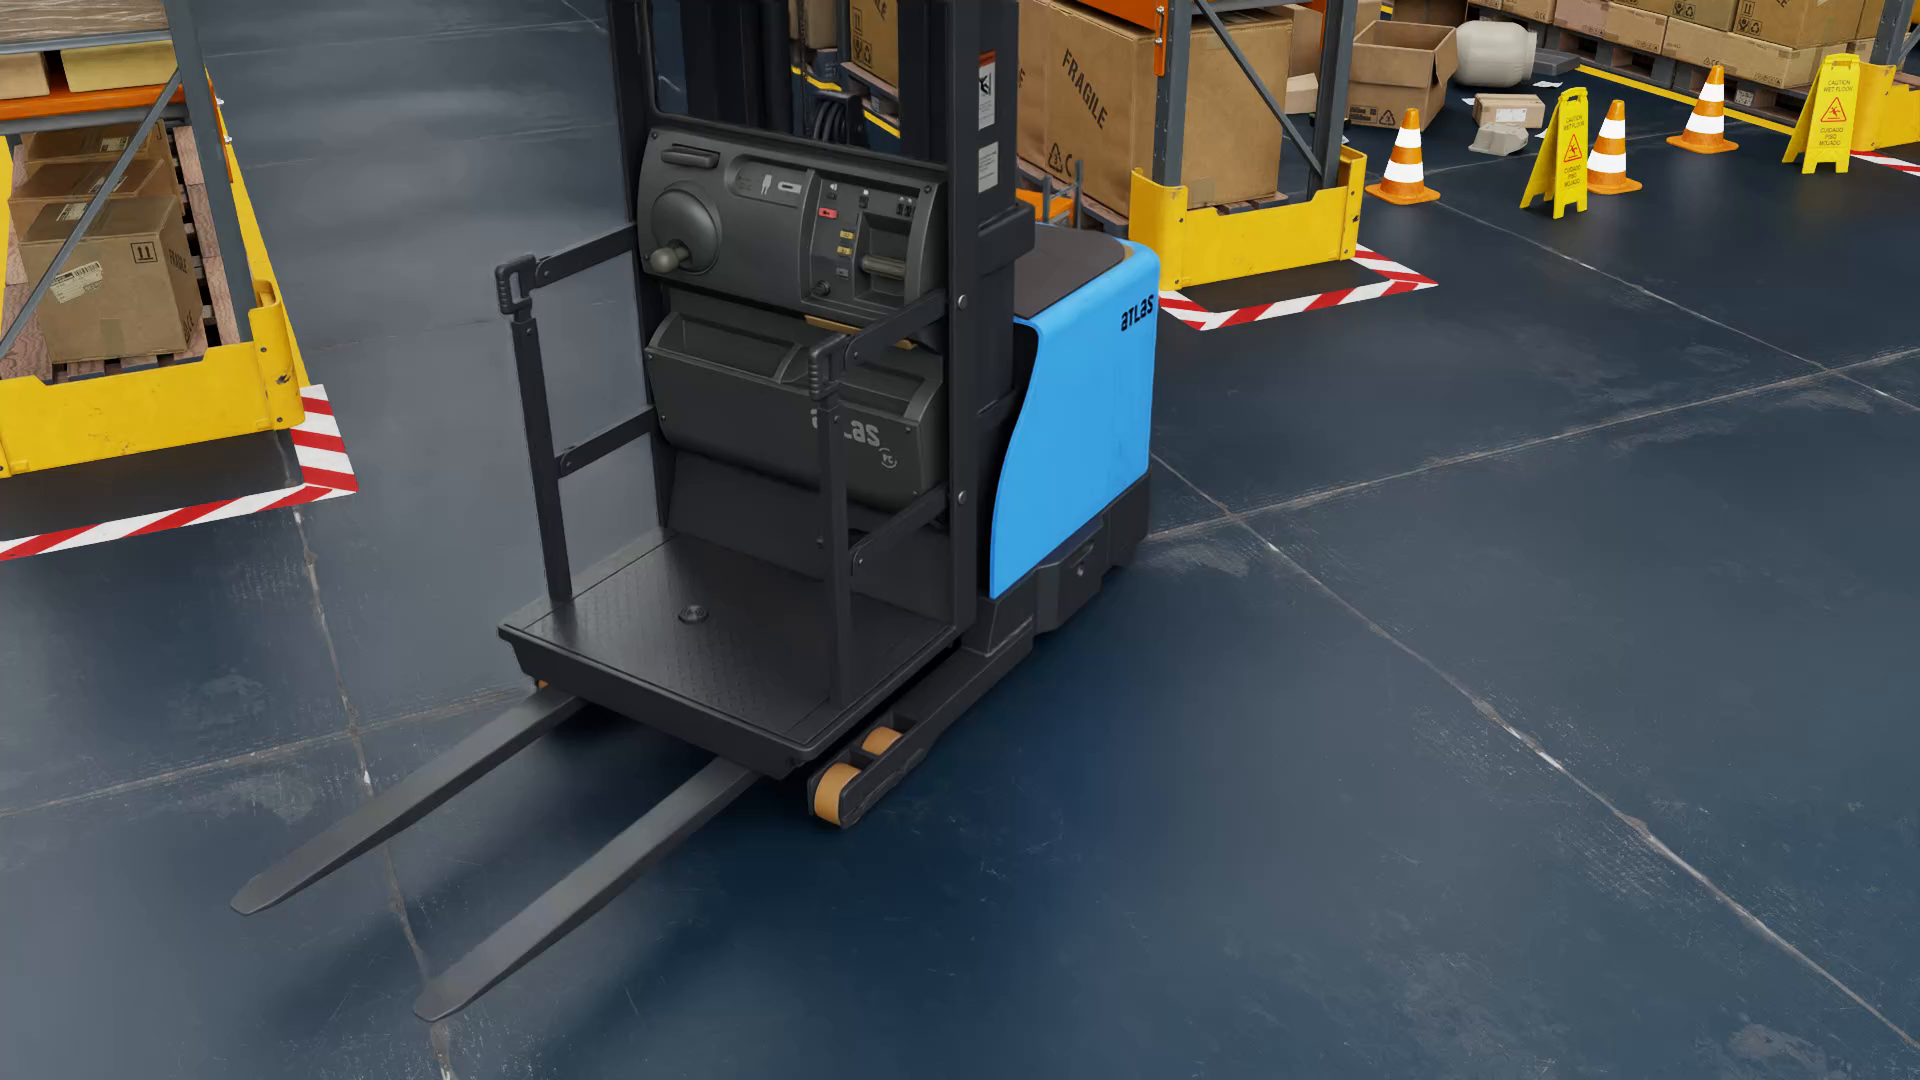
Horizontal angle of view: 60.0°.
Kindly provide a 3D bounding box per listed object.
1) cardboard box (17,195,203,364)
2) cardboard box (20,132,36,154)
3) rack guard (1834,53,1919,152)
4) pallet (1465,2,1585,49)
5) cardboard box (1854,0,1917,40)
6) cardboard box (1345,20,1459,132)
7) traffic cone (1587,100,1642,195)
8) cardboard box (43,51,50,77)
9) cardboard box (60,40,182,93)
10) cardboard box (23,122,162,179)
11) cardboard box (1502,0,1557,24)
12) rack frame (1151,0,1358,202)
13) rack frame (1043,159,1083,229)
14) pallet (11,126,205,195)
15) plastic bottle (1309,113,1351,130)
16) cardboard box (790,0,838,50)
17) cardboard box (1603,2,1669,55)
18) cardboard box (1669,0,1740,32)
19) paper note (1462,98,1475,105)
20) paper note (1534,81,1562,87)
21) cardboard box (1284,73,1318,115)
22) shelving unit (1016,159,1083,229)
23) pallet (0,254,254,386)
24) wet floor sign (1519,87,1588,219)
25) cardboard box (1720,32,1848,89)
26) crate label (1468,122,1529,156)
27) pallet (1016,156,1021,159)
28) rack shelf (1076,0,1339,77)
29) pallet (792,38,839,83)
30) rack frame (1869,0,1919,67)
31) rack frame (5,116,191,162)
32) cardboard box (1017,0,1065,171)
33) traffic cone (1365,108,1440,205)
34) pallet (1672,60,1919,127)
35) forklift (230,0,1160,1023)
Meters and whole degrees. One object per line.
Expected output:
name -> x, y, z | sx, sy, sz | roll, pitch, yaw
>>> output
cardboard box -> -3.398, -1.056, 6.692 | 0.500, 0.500, 0.500 | -7, 30, -13
cardboard box -> -4.474, -2.107, 8.566 | 0.500, 0.500, 0.500 | -3, 29, -6
rack guard -> 5.772, -2.707, 10.067 | 1.175, 0.500, 0.348 | -13, 32, -22
pallet -> 4.408, -4.026, 12.713 | 1.003, 0.211, 1.213 | -13, 32, -22
cardboard box -> 5.698, -3.500, 10.540 | 0.500, 0.500, 0.500 | -14, 32, -24
cardboard box -> 2.764, -2.920, 10.442 | 0.637, 0.503, 0.797 | 13, 32, 21
traffic cone -> 3.599, -2.193, 9.188 | 0.336, 0.463, 0.334 | -13, 32, -22
cardboard box -> -3.561, -1.767, 6.091 | 0.380, 0.149, 0.250 | -13, 32, -22
cardboard box -> -3.053, -1.750, 6.060 | 0.380, 0.149, 0.250 | -13, 32, -22
cardboard box -> -3.938, -1.593, 7.650 | 0.500, 0.500, 0.500 | -10, 31, -17
cardboard box -> 4.336, -3.964, 12.134 | 0.500, 0.250, 0.500 | -11, 31, -19
rack frame -> 1.378, -2.680, 7.463 | 1.000, 3.000, 0.127 | -13, 32, -22
rack frame -> 0.341, -0.706, 5.782 | 0.015, 1.200, 0.240 | 17, 34, 28
pallet -> -4.542, -1.945, 9.002 | 1.003, 0.211, 1.213 | -13, 32, -22
plastic bottle -> 2.271, -2.599, 10.323 | 0.283, 0.061, 0.133 | 26, 38, 38
cardboard box -> -0.687, -3.904, 11.517 | 1.050, 0.750, 0.750 | -13, 32, -22
cardboard box -> 4.770, -3.509, 11.323 | 0.500, 0.250, 0.500 | -14, 32, -24
cardboard box -> 4.998, -3.604, 10.725 | 0.500, 0.500, 0.500 | -12, 31, -20
paper note -> 3.372, -2.870, 10.849 | 0.148, 0.019, 0.142 | -3, 29, -5
paper note -> 3.960, -3.075, 11.202 | 0.148, 0.019, 0.142 | 26, 38, 38
cardboard box -> 2.062, -2.882, 10.618 | 0.396, 0.266, 0.258 | -8, 30, -13
shelving unit -> 0.135, -0.769, 5.895 | 0.503, 1.200, 0.258 | 17, 34, 28
pallet -> -3.495, -0.867, 7.080 | 1.003, 0.211, 1.213 | -13, 32, -22
wet floor sign -> 3.178, -2.056, 8.757 | 0.267, 0.644, 0.232 | -19, 35, -30
cardboard box -> 5.205, -3.059, 10.521 | 0.500, 0.250, 0.500 | -13, 32, -22
crate label -> 3.205, -2.386, 9.864 | 0.298, 0.136, 0.250 | 19, 34, 30
pallet -> 0.444, -2.339, 9.705 | 1.003, 0.211, 1.213 | -13, 32, -22
rack shelf -> 0.519, -3.250, 9.214 | 1.077, 0.370, 4.000 | -13, 32, -22
pallet -> -0.739, -3.556, 11.875 | 1.003, 0.211, 1.213 | -13, 32, -22
rack frame -> 5.805, -3.764, 9.396 | 1.000, 3.000, 0.127 | -13, 32, -22
rack frame -> -4.863, -3.450, 8.836 | 1.000, 3.000, 0.127 | -13, 32, -22
cardboard box -> 0.647, -2.610, 9.081 | 0.875, 0.875, 0.875 | -14, 32, -23
traffic cone -> 2.432, -2.106, 9.033 | 0.336, 0.463, 0.334 | -13, 32, -22
pallet -> 5.455, -2.948, 10.791 | 1.003, 0.211, 1.213 | -13, 32, -22
forklift -> -0.576, -0.783, 4.150 | 1.130, 2.935, 3.031 | 17, 34, 28
